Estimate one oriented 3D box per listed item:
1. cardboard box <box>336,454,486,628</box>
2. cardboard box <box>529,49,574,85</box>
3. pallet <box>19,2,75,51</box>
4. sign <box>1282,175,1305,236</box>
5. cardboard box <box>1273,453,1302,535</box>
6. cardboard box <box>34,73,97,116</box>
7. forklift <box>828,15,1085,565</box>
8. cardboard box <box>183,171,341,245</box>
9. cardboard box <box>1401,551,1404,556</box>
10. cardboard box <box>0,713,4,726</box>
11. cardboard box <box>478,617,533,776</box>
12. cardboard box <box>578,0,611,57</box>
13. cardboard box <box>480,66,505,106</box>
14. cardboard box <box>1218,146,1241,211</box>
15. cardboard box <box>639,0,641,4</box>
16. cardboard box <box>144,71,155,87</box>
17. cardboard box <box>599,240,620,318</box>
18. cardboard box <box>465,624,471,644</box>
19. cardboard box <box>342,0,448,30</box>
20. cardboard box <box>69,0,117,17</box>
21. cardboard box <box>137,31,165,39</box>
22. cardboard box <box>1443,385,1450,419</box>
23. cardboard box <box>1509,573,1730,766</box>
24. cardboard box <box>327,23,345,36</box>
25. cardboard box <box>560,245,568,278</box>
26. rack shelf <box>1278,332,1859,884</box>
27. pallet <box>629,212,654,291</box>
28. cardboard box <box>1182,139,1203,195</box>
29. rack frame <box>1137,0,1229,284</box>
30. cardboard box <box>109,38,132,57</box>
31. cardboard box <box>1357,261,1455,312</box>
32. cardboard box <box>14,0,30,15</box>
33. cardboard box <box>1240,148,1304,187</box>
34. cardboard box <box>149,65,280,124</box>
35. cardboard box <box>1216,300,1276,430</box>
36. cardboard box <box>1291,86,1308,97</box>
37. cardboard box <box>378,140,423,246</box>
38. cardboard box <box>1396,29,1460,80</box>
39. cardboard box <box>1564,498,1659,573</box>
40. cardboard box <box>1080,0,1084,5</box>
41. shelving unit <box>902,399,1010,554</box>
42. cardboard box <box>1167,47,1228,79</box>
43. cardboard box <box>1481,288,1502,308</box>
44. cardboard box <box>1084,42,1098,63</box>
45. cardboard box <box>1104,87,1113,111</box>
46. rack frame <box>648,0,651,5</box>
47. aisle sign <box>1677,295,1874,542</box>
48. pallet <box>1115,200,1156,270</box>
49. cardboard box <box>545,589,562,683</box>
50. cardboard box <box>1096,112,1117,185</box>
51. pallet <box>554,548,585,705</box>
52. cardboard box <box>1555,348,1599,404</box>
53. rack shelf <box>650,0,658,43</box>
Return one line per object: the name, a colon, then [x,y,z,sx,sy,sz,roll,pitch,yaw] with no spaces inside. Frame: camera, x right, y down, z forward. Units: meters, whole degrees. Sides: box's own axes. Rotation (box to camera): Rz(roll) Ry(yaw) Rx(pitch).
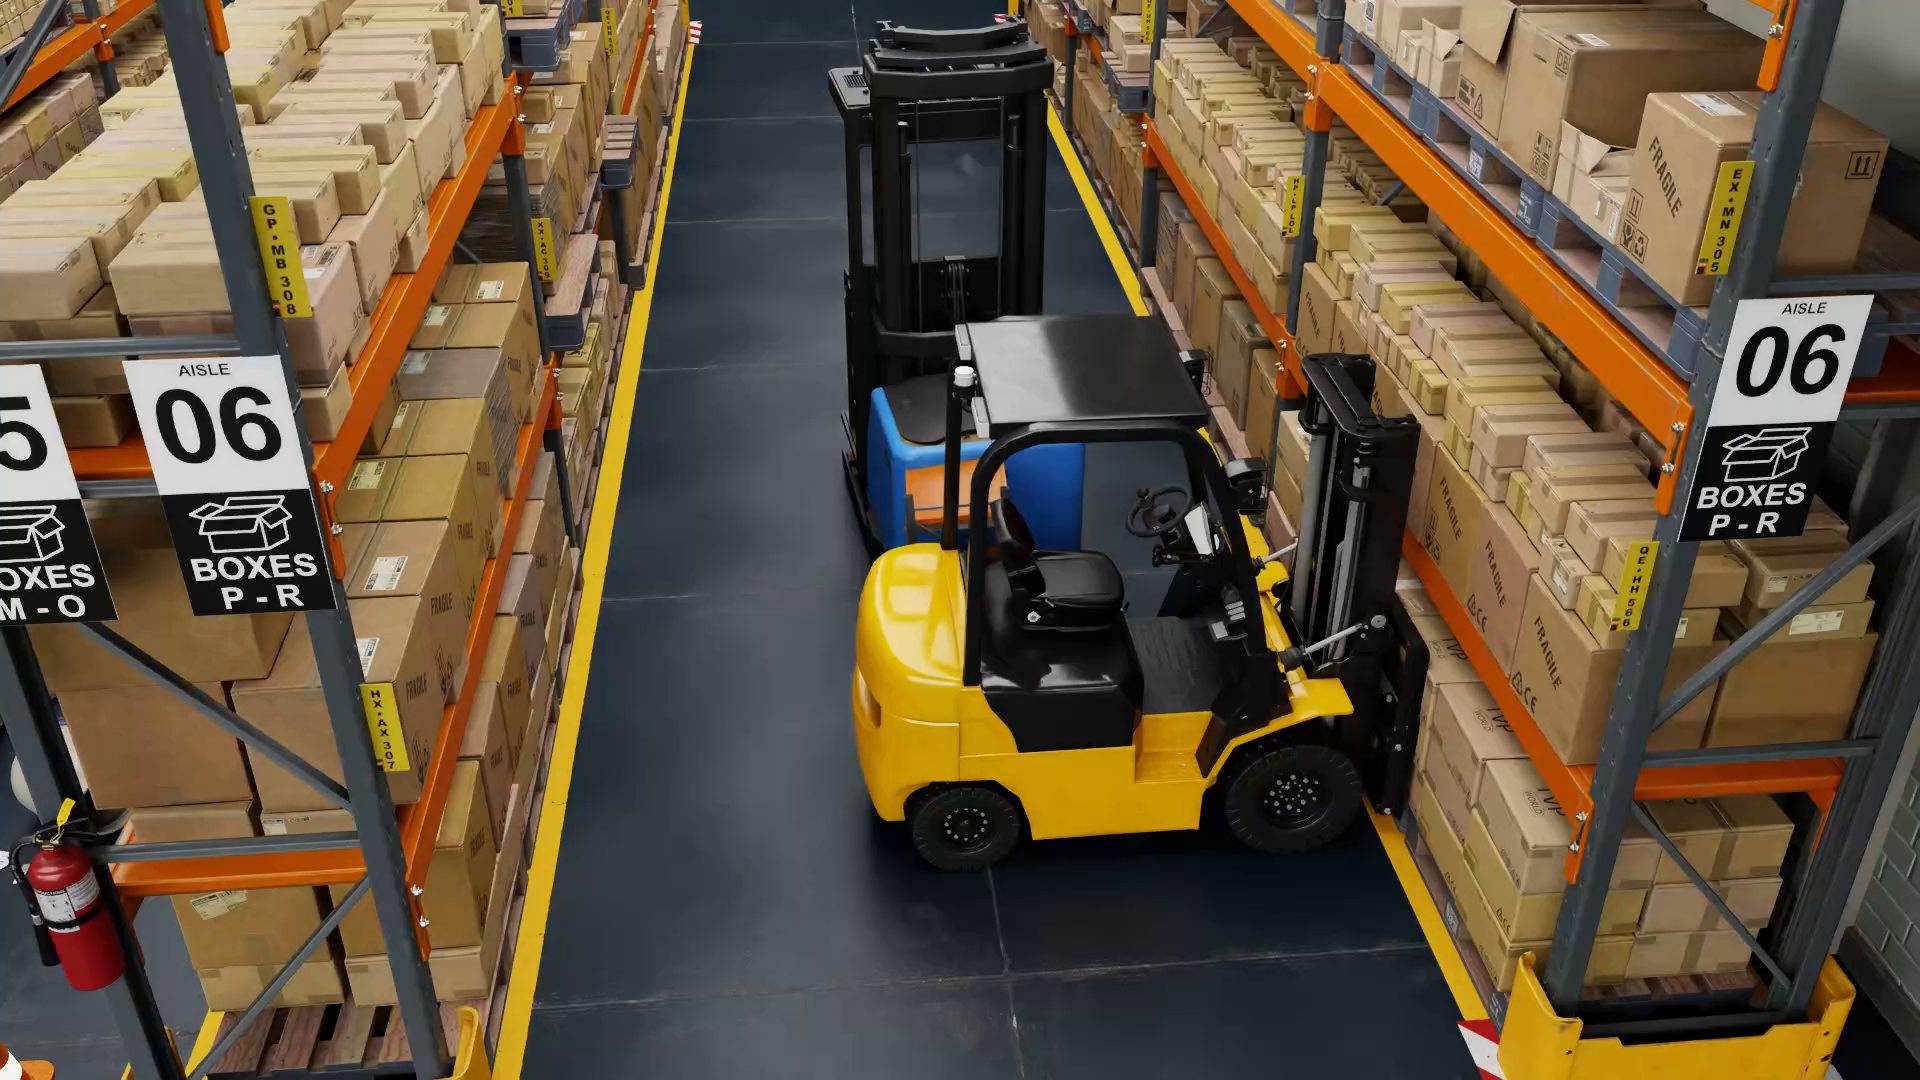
cardboard box: [-2.150,0.017,6.409,0.500,0.500,0.500,-3,31,-6]
cardboard box: [-2.595,-2.925,10.293,0.380,0.149,0.250,-4,31,-7]
pallet: [-8.395,-4.392,14.364,1.003,0.211,1.213,-3,31,-5]
sign: [1.747,-1.747,8.698,0.100,0.325,0.005,-3,31,-5]
cardboard box: [2.024,-0.268,9.058,0.500,0.250,0.500,-3,31,-5]
cardboard box: [-8.000,-3.932,14.705,0.500,0.250,0.500,-4,31,-6]
forklift: [-0.122,-1.574,9.527,1.130,2.935,3.031,-6,31,-10]
cardboard box: [-2.113,-1.005,5.050,0.380,0.149,0.250,-3,31,-5]
cardboard box: [2.115,0.033,8.067,0.500,0.250,0.500,-2,31,-3]
cardboard box: [-5.062,0.728,7.909,0.797,0.637,0.503,-3,31,-5]
cardboard box: [-2.176,0.685,7.219,0.500,0.500,0.500,-2,31,-4]
cardboard box: [-2.832,-3.853,12.203,0.500,0.500,0.500,-4,31,-6]
cardboard box: [-2.322,-2.109,7.675,0.380,0.149,0.250,-3,31,-4]
cardboard box: [1.889,-2.227,10.213,0.500,0.250,0.500,-2,31,-4]
cardboard box: [-3.065,-4.842,14.590,0.500,0.250,0.500,-2,31,-3]
cardboard box: [-8.231,-4.541,16.508,0.380,0.149,0.250,-4,31,-7]
cardboard box: [-2.986,-1.881,12.127,0.950,0.372,0.625,-5,31,-8]
cardboard box: [-2.125,0.362,6.465,0.380,0.149,0.250,-2,31,-3]
cardboard box: [-2.373,-2.180,7.017,0.380,0.149,0.250,-2,31,-3]
cardboard box: [-8.022,-4.924,15.313,0.380,0.149,0.250,-2,31,-3]
cardboard box: [-8.321,-5.200,17.321,0.380,0.149,0.250,-4,31,-6]
cardboard box: [2.271,-0.543,7.005,0.380,0.149,0.250,-3,31,-5]
cardboard box: [2.353,0.445,5.982,0.500,0.500,0.500,-3,31,-6]
cardboard box: [-2.887,-2.189,7.420,0.500,0.250,0.500,-3,31,-6]
cardboard box: [-2.407,-1.573,9.294,0.380,0.149,0.250,-2,31,-4]
rack shelf: [2.473,0.015,7.502,1.077,0.370,4.000,-3,31,-5]
pallet: [-3.028,-2.327,13.439,1.003,0.211,1.213,-3,31,-5]
cardboard box: [1.808,-2.535,11.215,0.500,0.250,0.500,-4,31,-6]
rack frame: [1.913,-3.357,12.446,1.000,3.000,0.127,-3,31,-5]
cardboard box: [-8.723,-5.047,17.064,0.380,0.149,0.250,-3,31,-4]
cardboard box: [2.090,-1.192,7.800,0.380,0.149,0.250,-2,31,-3]
cardboard box: [-8.012,-4.477,13.865,0.380,0.149,0.250,-4,31,-6]
cardboard box: [1.864,-2.187,9.756,0.380,0.149,0.250,-4,31,-6]
cardboard box: [-2.723,-1.631,6.098,0.380,0.149,0.250,-2,31,-4]
cardboard box: [2.161,-1.138,10.637,0.875,0.625,0.625,-3,31,-5]
cardboard box: [2.389,-2.876,10.910,0.380,0.149,0.250,-3,31,-5]
cardboard box: [-2.174,-1.174,5.721,0.500,0.250,0.500,-2,31,-3]
cardboard box: [2.098,-2.082,7.124,0.380,0.149,0.250,-2,31,-3]
cardboard box: [2.363,-0.019,5.837,0.380,0.149,0.250,-3,31,-5]
cardboard box: [1.410,-5.101,14.857,0.700,0.500,0.500,-2,31,-4]
shelving unit: [0.005,-0.012,8.633,0.538,1.125,1.048,-5,31,0]
cardboard box: [1.675,-3.366,11.730,0.380,0.149,0.250,-2,31,-4]
cardboard box: [2.709,-1.093,7.924,0.380,0.149,0.250,-3,31,-4]
cardboard box: [1.379,-4.587,15.609,0.380,0.149,0.250,-4,31,-7]
cardboard box: [1.492,-3.926,14.793,0.380,0.149,0.250,-2,31,-3]
rack frame: [-3.403,-5.160,15.463,1.000,3.000,0.127,-3,31,-5]
aisle sign: [2.374,-0.341,4.861,0.394,0.787,0.004,-3,31,-5]
pallet: [1.880,-2.543,13.802,1.003,0.211,1.213,-3,31,-5]
cardboard box: [-2.273,0.485,8.285,0.500,0.250,0.500,-4,31,-6]
cardboard box: [1.504,-3.457,14.641,0.500,0.500,0.500,-4,31,-6]
pallet: [-2.557,0.463,8.769,1.003,0.211,1.213,-3,31,-5]
cardboard box: [2.725,-0.695,6.968,0.380,0.149,0.250,-3,31,-4]
rack shelf: [-3.590,-5.872,17.357,1.077,0.370,4.000,-3,31,-5]
